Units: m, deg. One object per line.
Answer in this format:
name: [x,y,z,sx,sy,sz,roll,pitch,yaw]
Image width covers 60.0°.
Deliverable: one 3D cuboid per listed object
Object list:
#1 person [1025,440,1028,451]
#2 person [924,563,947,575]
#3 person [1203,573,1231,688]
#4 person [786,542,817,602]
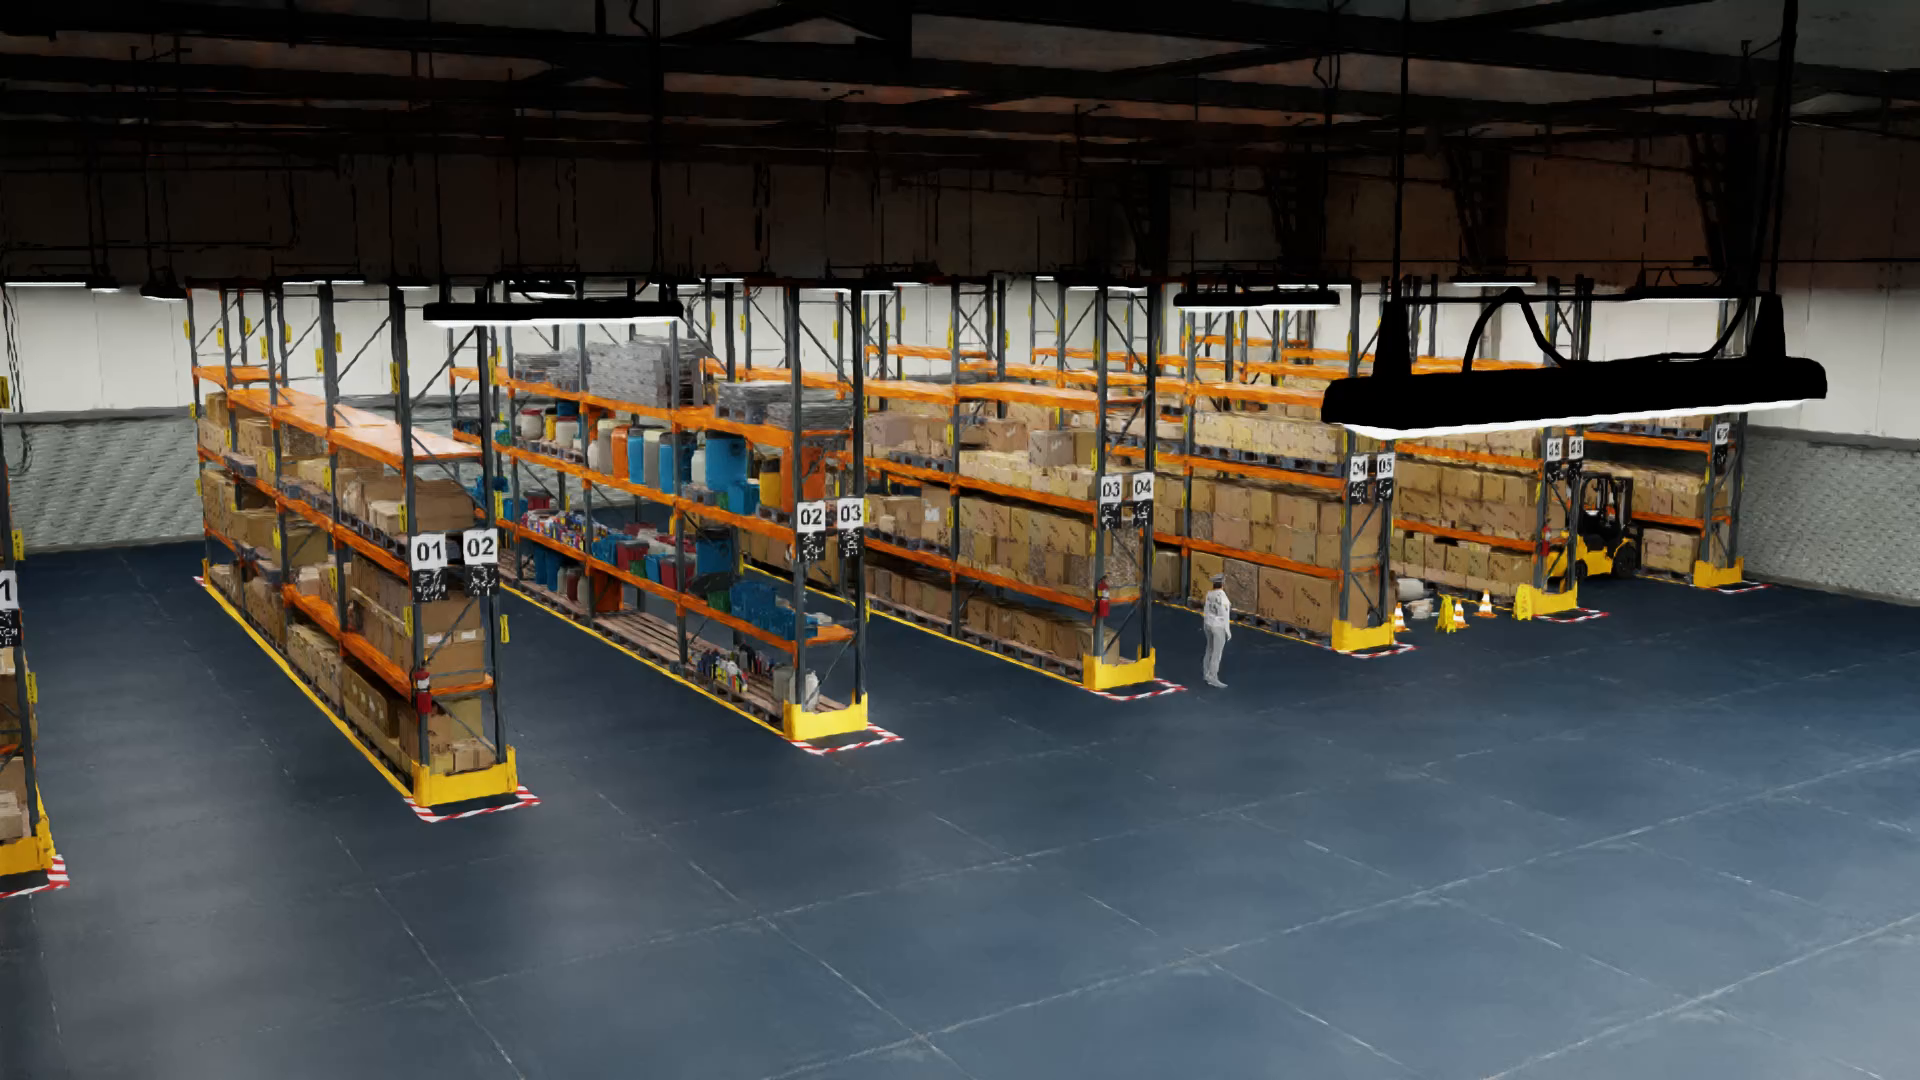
person: [1.879,-1.919,44.576,0.527,1.592,0.354,5,11,28]
person: [-0.450,-0.117,33.840,0.447,1.571,1.069,-7,12,-34]
person: [3.851,1.327,24.982,0.362,1.685,0.633,-5,11,-26]
person: [-2.792,0.229,29.728,0.553,1.723,1.037,-4,10,-23]
